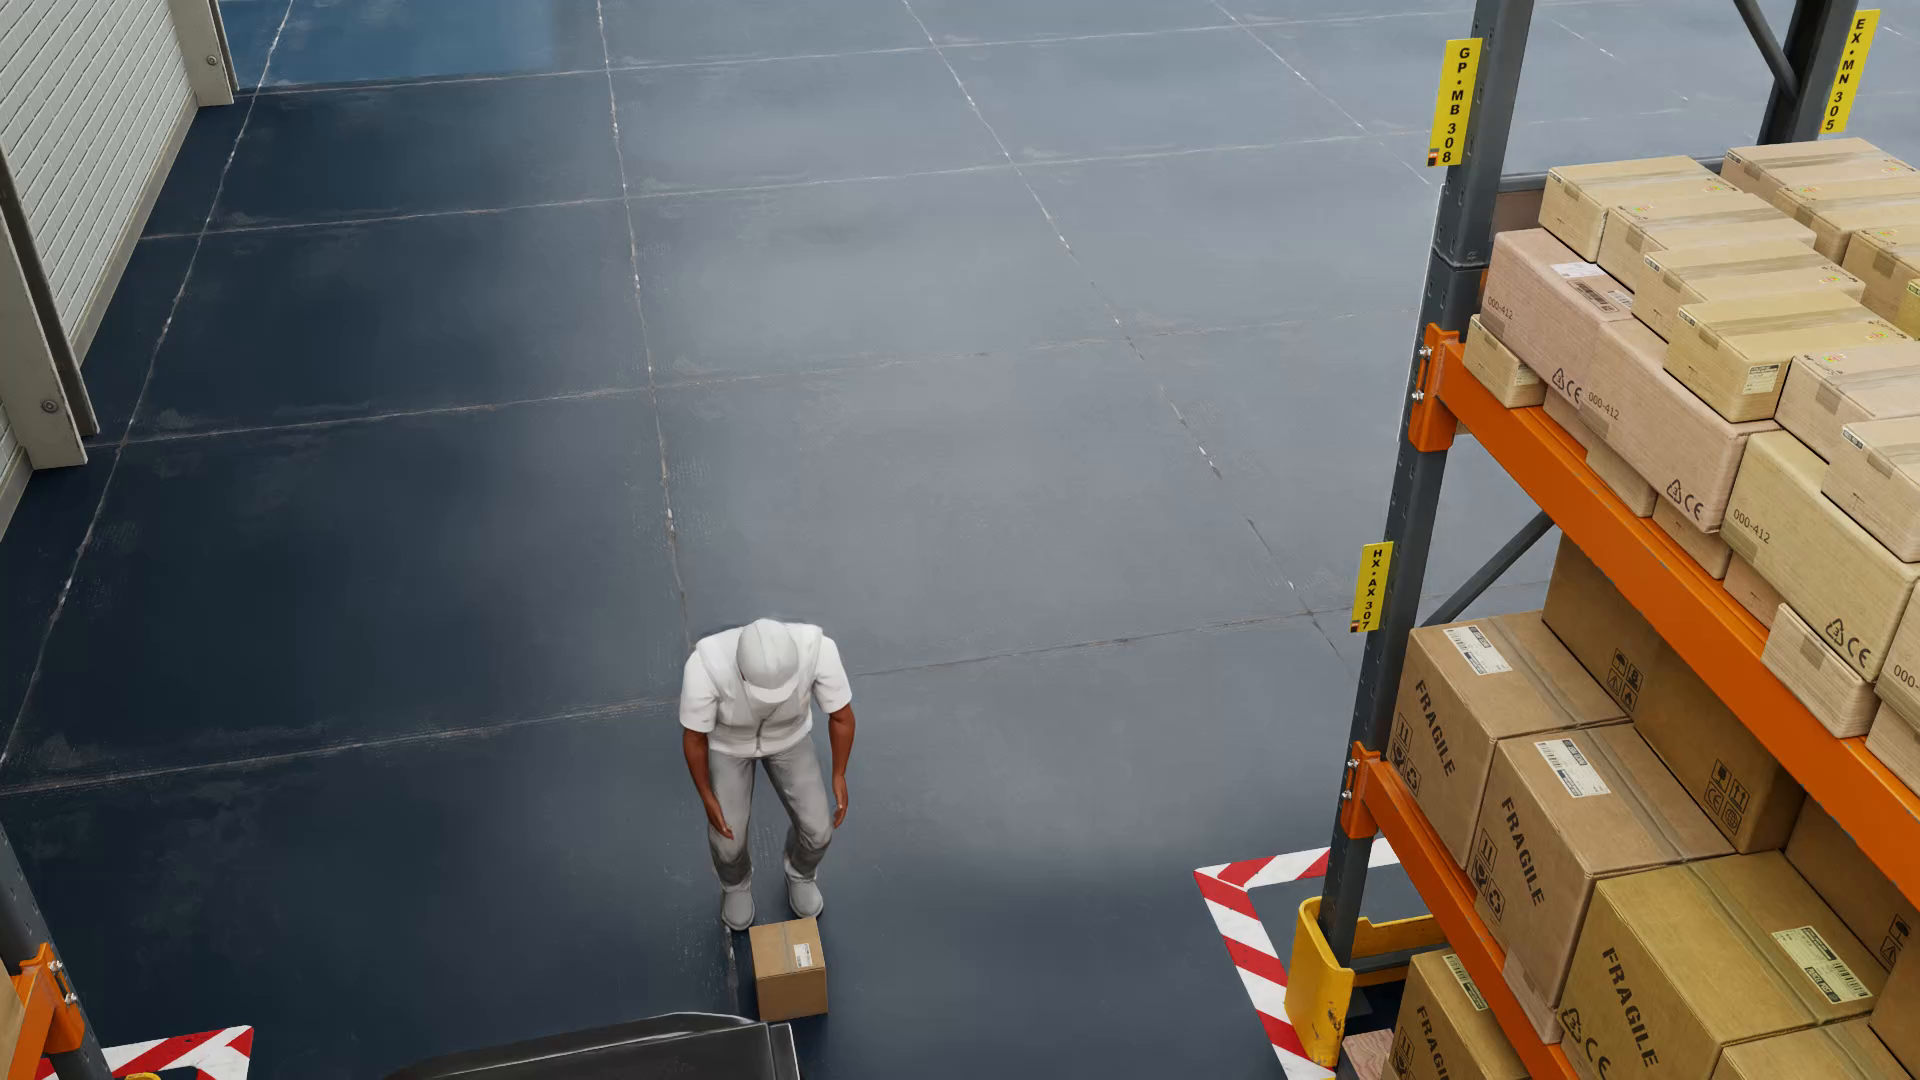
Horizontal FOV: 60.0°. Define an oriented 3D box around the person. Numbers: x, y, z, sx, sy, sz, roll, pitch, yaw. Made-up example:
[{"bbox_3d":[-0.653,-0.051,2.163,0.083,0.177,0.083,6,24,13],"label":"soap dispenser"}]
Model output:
[{"bbox_3d":[-0.698,0.806,6.133,0.625,1.543,0.666,-7,35,-10],"label":"person"}]
